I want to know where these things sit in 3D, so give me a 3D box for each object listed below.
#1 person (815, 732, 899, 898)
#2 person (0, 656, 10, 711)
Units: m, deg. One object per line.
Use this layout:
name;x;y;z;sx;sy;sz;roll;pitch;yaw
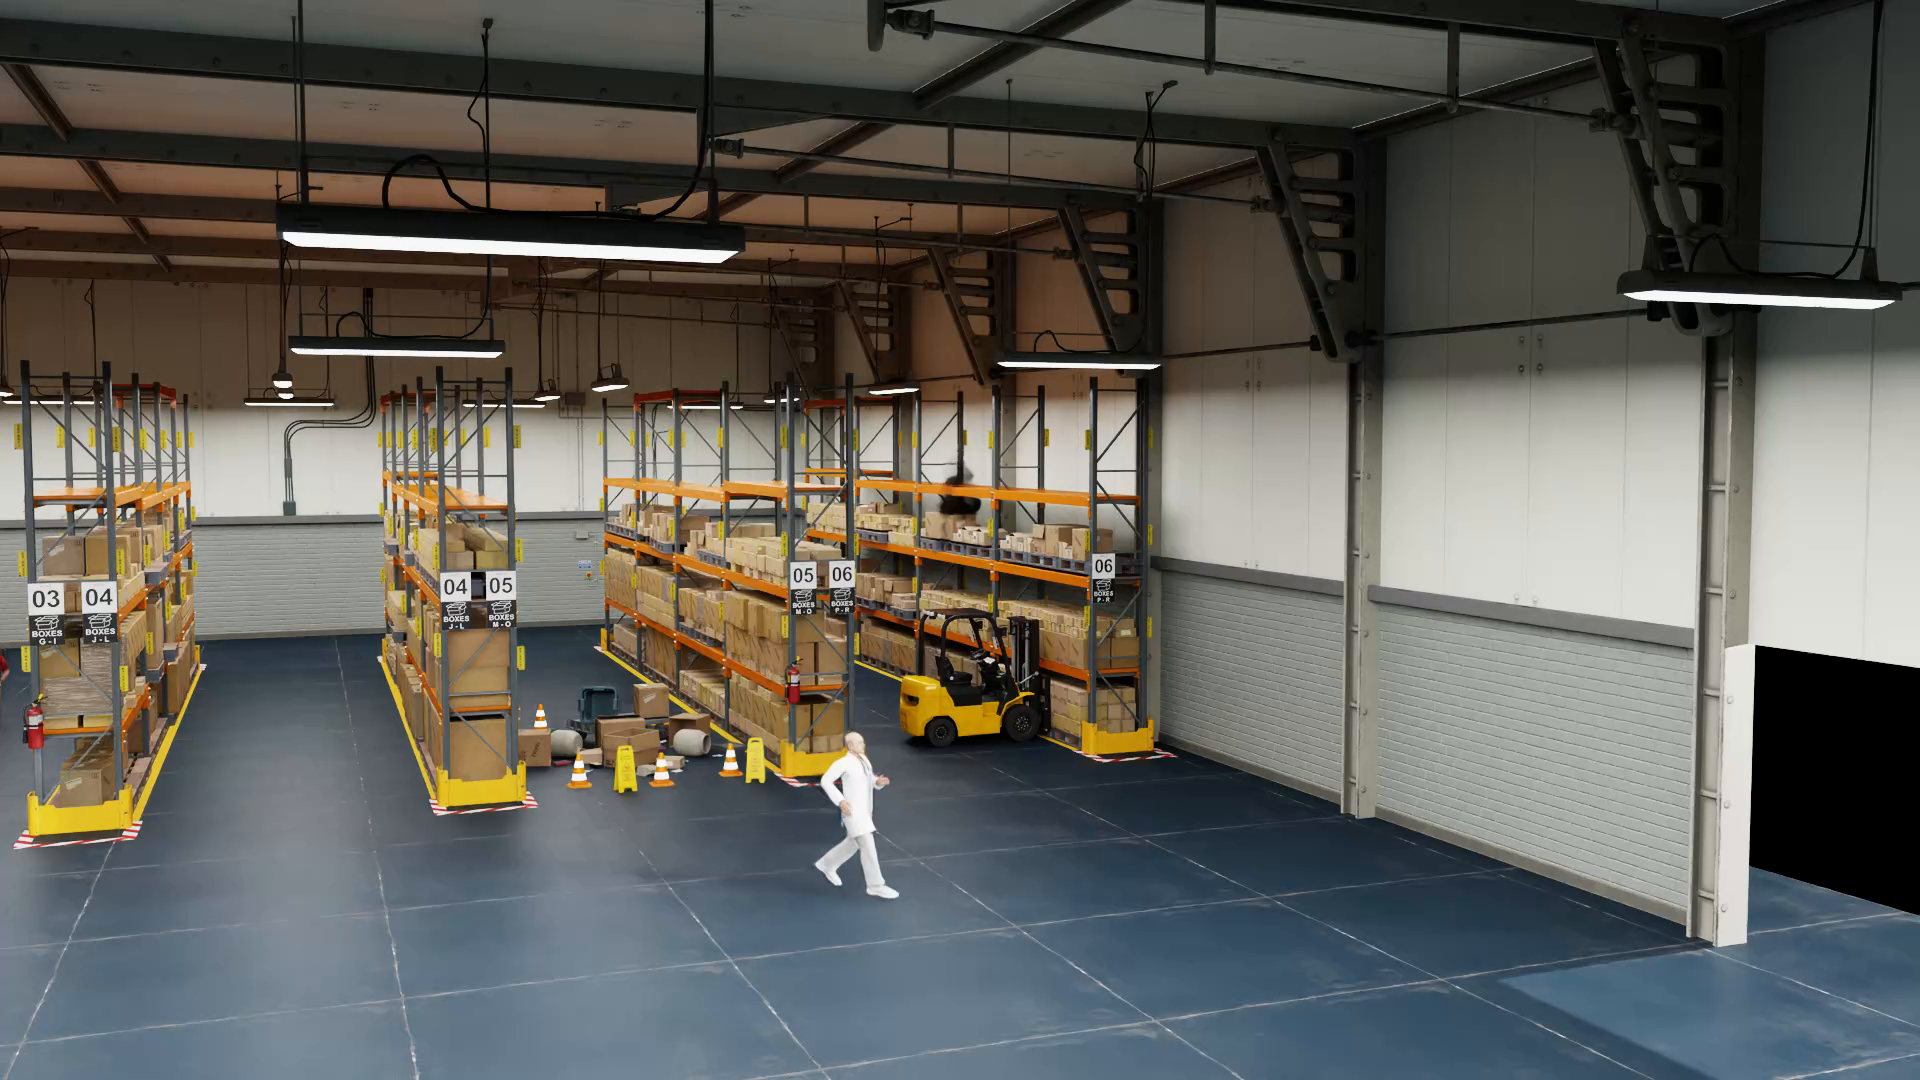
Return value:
person;-1.140;2.987;18.228;1.063;1.765;0.701;1;4;21
person;-16.115;2.505;27.575;0.664;1.672;0.601;-2;4;-33
